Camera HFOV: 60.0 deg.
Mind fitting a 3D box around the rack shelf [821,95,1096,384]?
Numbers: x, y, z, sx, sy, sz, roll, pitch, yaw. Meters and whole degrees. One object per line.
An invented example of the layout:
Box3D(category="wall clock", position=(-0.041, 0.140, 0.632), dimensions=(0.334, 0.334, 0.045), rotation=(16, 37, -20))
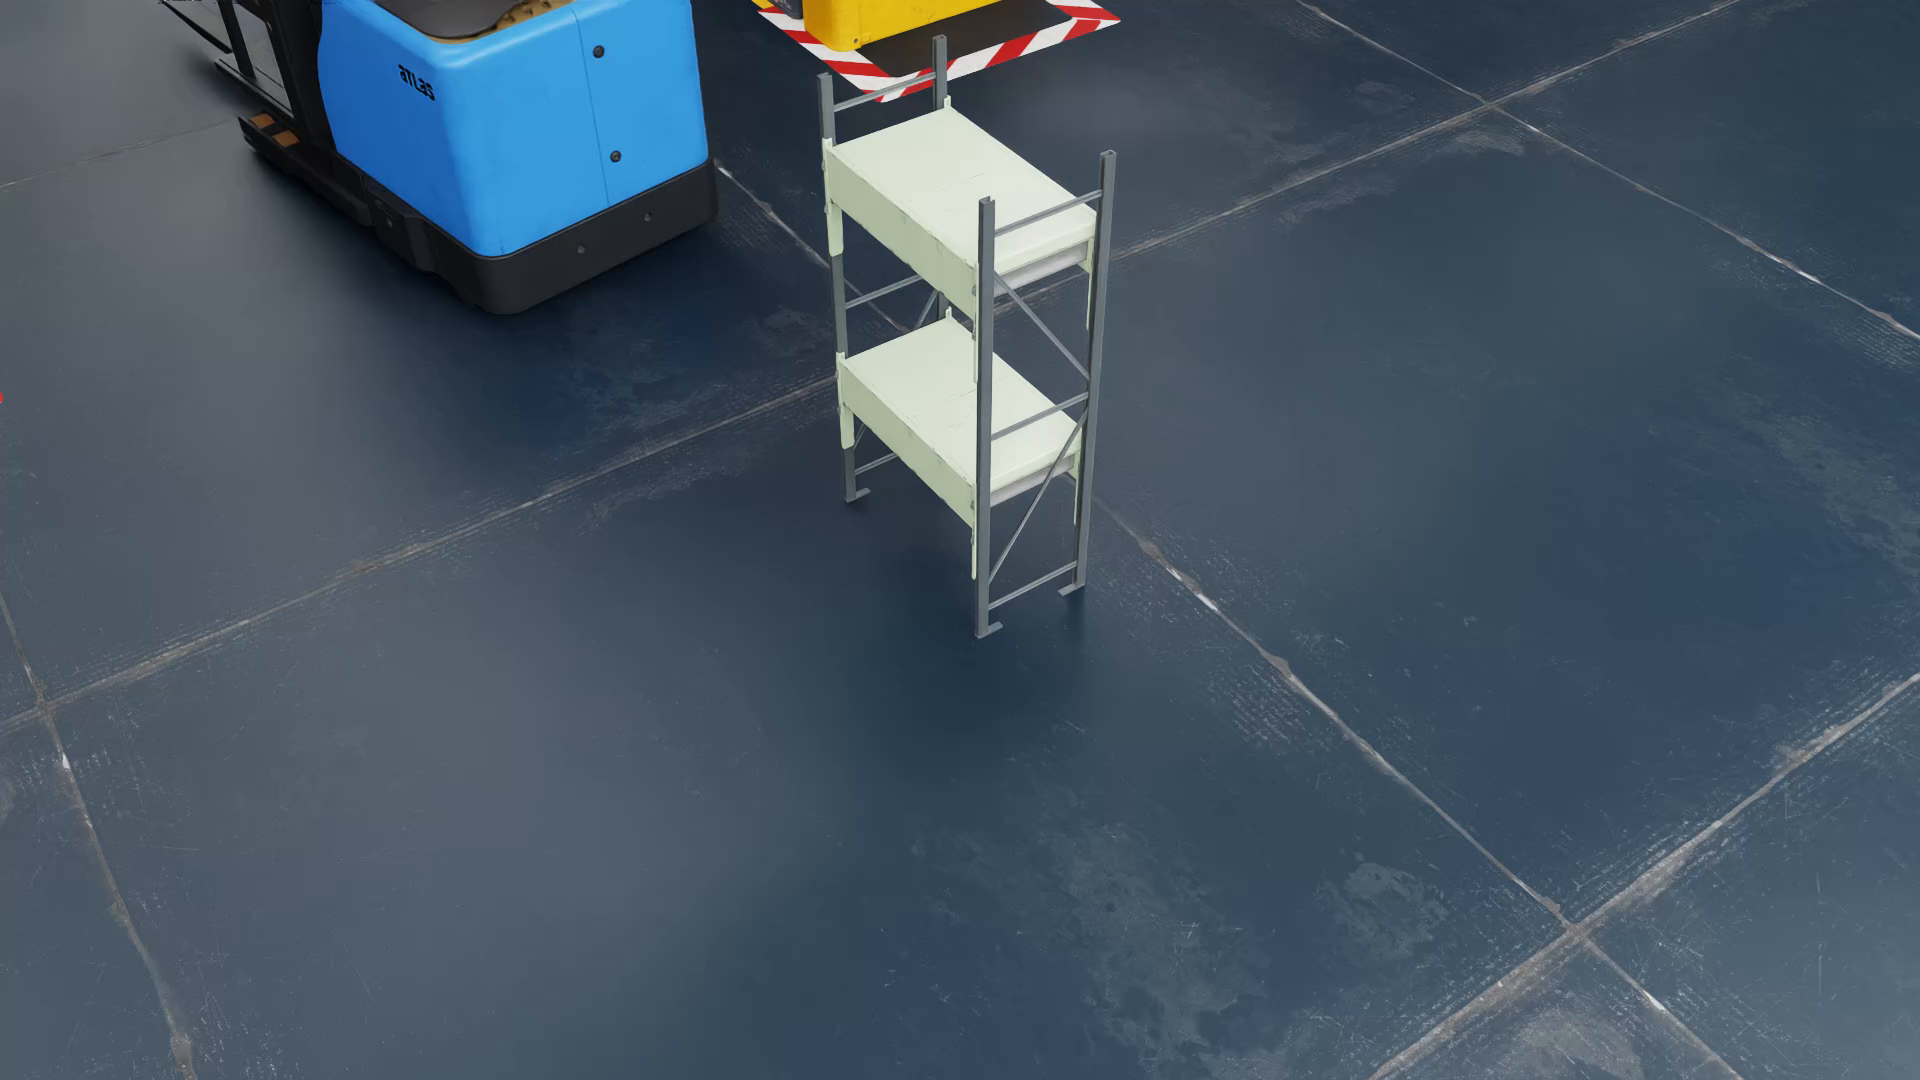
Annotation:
Box3D(category="rack shelf", position=(0.004, -0.821, 4.459), dimensions=(0.431, 0.370, 0.720), rotation=(-26, 49, -24))

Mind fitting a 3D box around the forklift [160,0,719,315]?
Box3D(category="forklift", position=(-2.332, -2.790, 6.050), dimensions=(1.130, 2.935, 3.031), rotation=(-34, 53, -30))

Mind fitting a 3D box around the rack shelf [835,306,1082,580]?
Box3D(category="rack shelf", position=(0.004, -0.303, 4.953), dimensions=(0.431, 0.370, 0.720), rotation=(-26, 49, -24))

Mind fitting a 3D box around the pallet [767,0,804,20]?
Box3D(category="pallet", position=(-0.710, -3.047, 8.289), dimensions=(1.003, 0.211, 1.213), rotation=(-26, 49, -24))

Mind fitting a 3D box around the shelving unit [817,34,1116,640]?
Box3D(category="shelving unit", position=(0.004, -0.539, 4.728), dimensions=(0.431, 1.500, 0.755), rotation=(-26, 49, -24))

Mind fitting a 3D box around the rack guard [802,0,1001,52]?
Box3D(category="rack guard", position=(-0.174, -2.716, 7.733), dimensions=(1.175, 0.500, 0.348), rotation=(-26, 49, -24))

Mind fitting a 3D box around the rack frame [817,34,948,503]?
Box3D(category="rack frame", position=(-0.206, -0.746, 4.945), dimensions=(0.400, 1.500, 0.023), rotation=(-26, 49, -24))

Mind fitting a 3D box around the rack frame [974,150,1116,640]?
Box3D(category="rack frame", position=(0.213, -0.331, 4.511), dimensions=(0.400, 1.500, 0.023), rotation=(-26, 49, -24))
